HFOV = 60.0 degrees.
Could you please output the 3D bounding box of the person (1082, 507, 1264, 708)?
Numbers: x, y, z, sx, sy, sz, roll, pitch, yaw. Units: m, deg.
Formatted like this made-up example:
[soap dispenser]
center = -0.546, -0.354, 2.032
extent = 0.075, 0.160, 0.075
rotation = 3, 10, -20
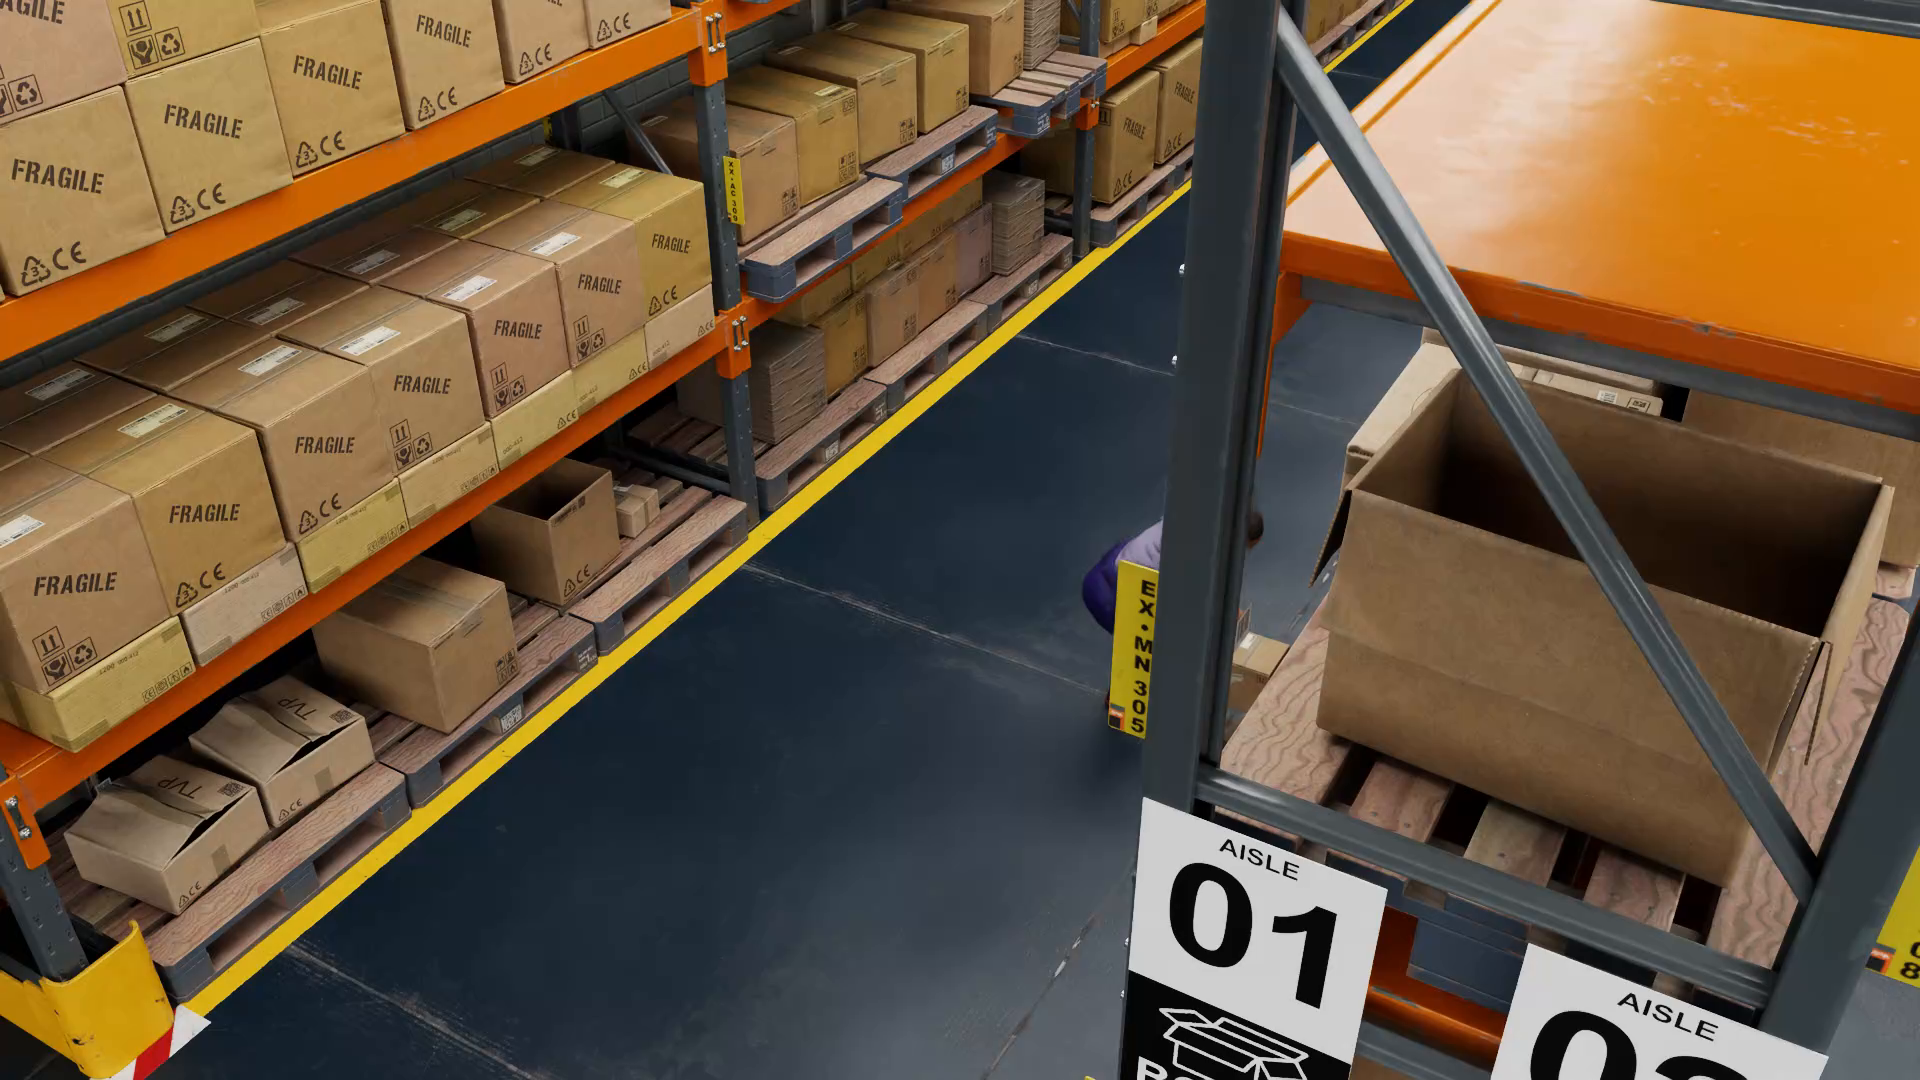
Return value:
[person]
center = 0.950, 0.271, 7.477
extent = 0.755, 1.132, 0.540
rotation = 18, 38, 24
